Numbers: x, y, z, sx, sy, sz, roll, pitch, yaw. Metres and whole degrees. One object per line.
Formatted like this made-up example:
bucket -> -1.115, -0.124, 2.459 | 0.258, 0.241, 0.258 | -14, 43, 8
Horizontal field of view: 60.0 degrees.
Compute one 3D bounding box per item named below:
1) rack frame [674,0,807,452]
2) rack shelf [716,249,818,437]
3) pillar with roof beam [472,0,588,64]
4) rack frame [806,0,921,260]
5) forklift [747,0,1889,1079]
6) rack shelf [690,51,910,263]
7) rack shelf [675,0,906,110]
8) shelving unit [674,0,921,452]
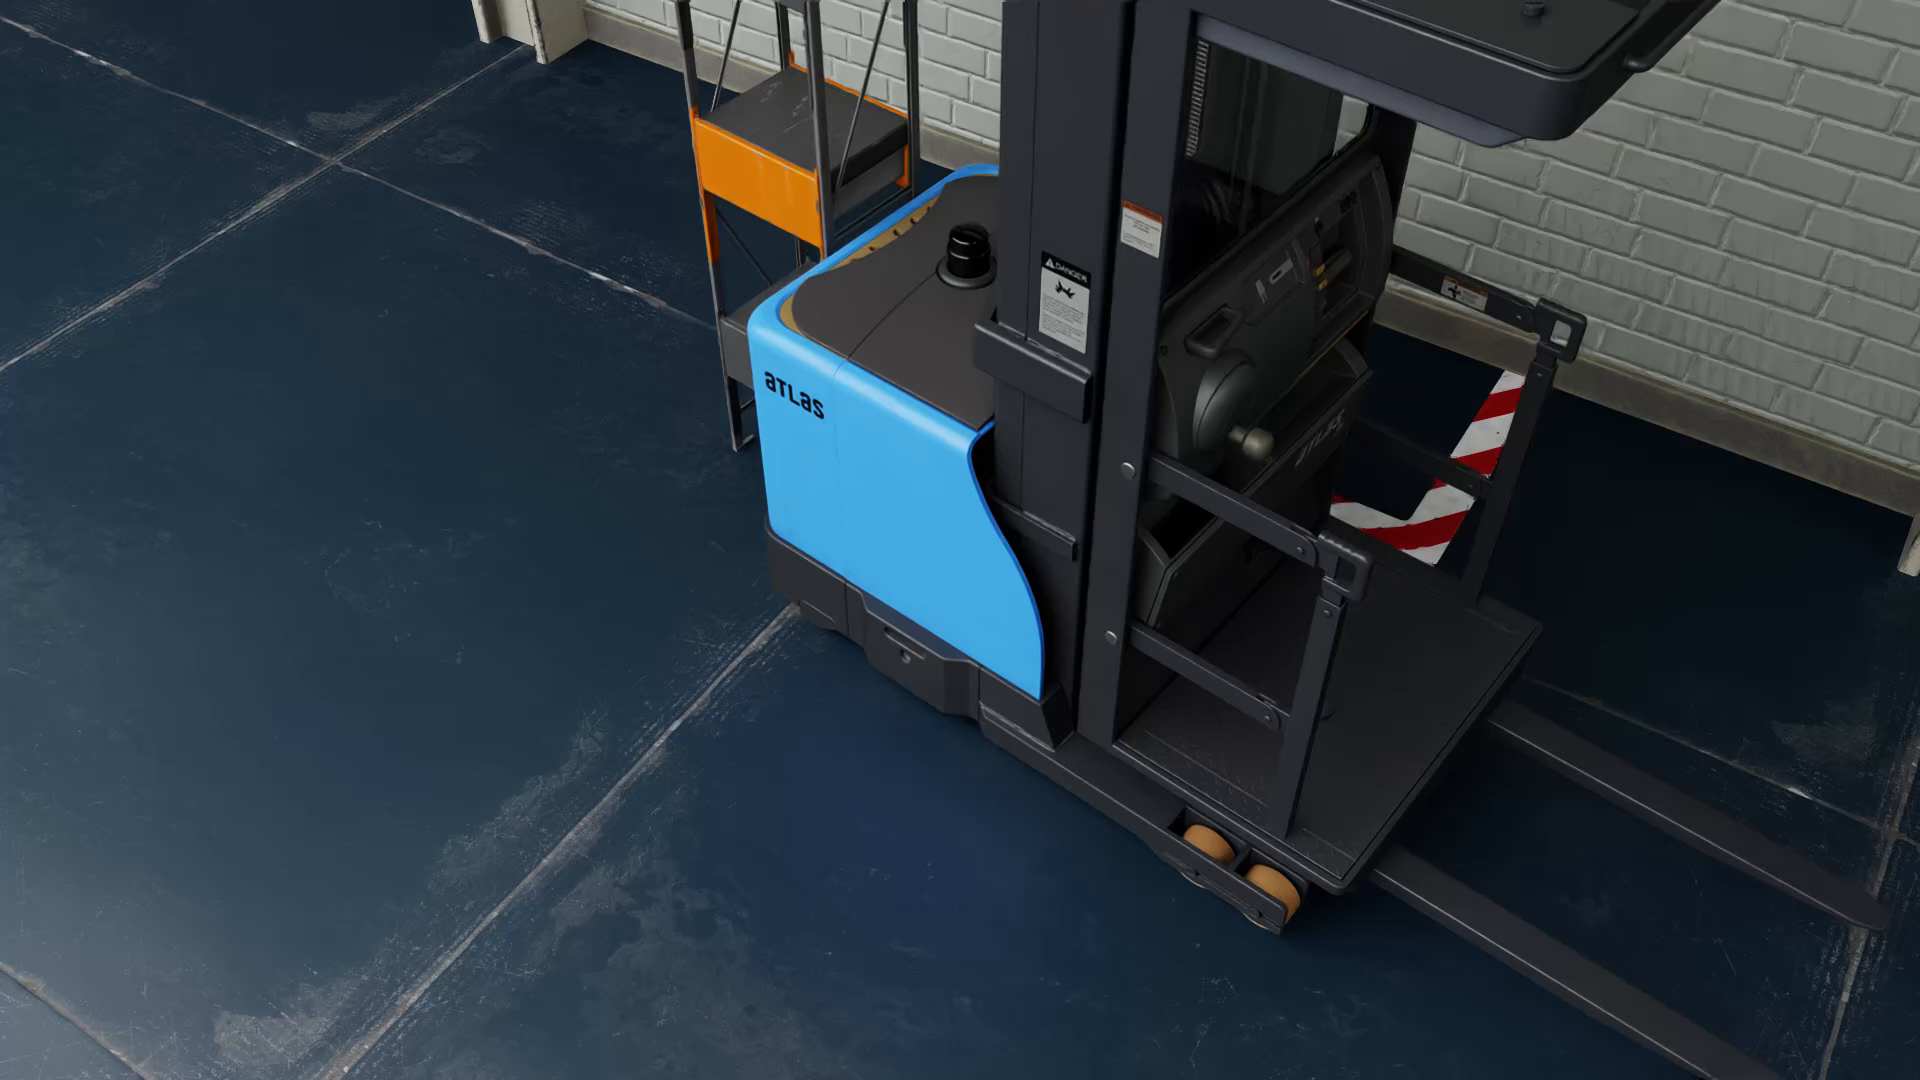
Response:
rack frame -> -0.622, -1.138, 4.892 | 0.015, 2.100, 0.400 | 30, 53, 26
rack shelf -> -0.434, -0.530, 5.296 | 0.480, 0.518, 0.431 | 30, 53, 26
pillar with roof beam -> -4.218, -2.784, 1.681 | 0.400, 9.000, 9.100 | 25, 51, 22
rack frame -> -0.245, -0.916, 4.676 | 0.015, 2.100, 0.400 | 30, 53, 26
forklift -> 0.885, -0.457, 3.650 | 3.031, 2.935, 1.130 | 30, 53, 26
rack shelf -> -0.434, -1.017, 4.794 | 0.480, 0.518, 0.431 | 30, 53, 26
rack shelf -> -0.434, -1.505, 4.292 | 0.480, 0.518, 0.431 | 30, 53, 26
shelving unit -> -0.434, -1.027, 4.784 | 0.503, 2.100, 0.431 | 30, 53, 26
